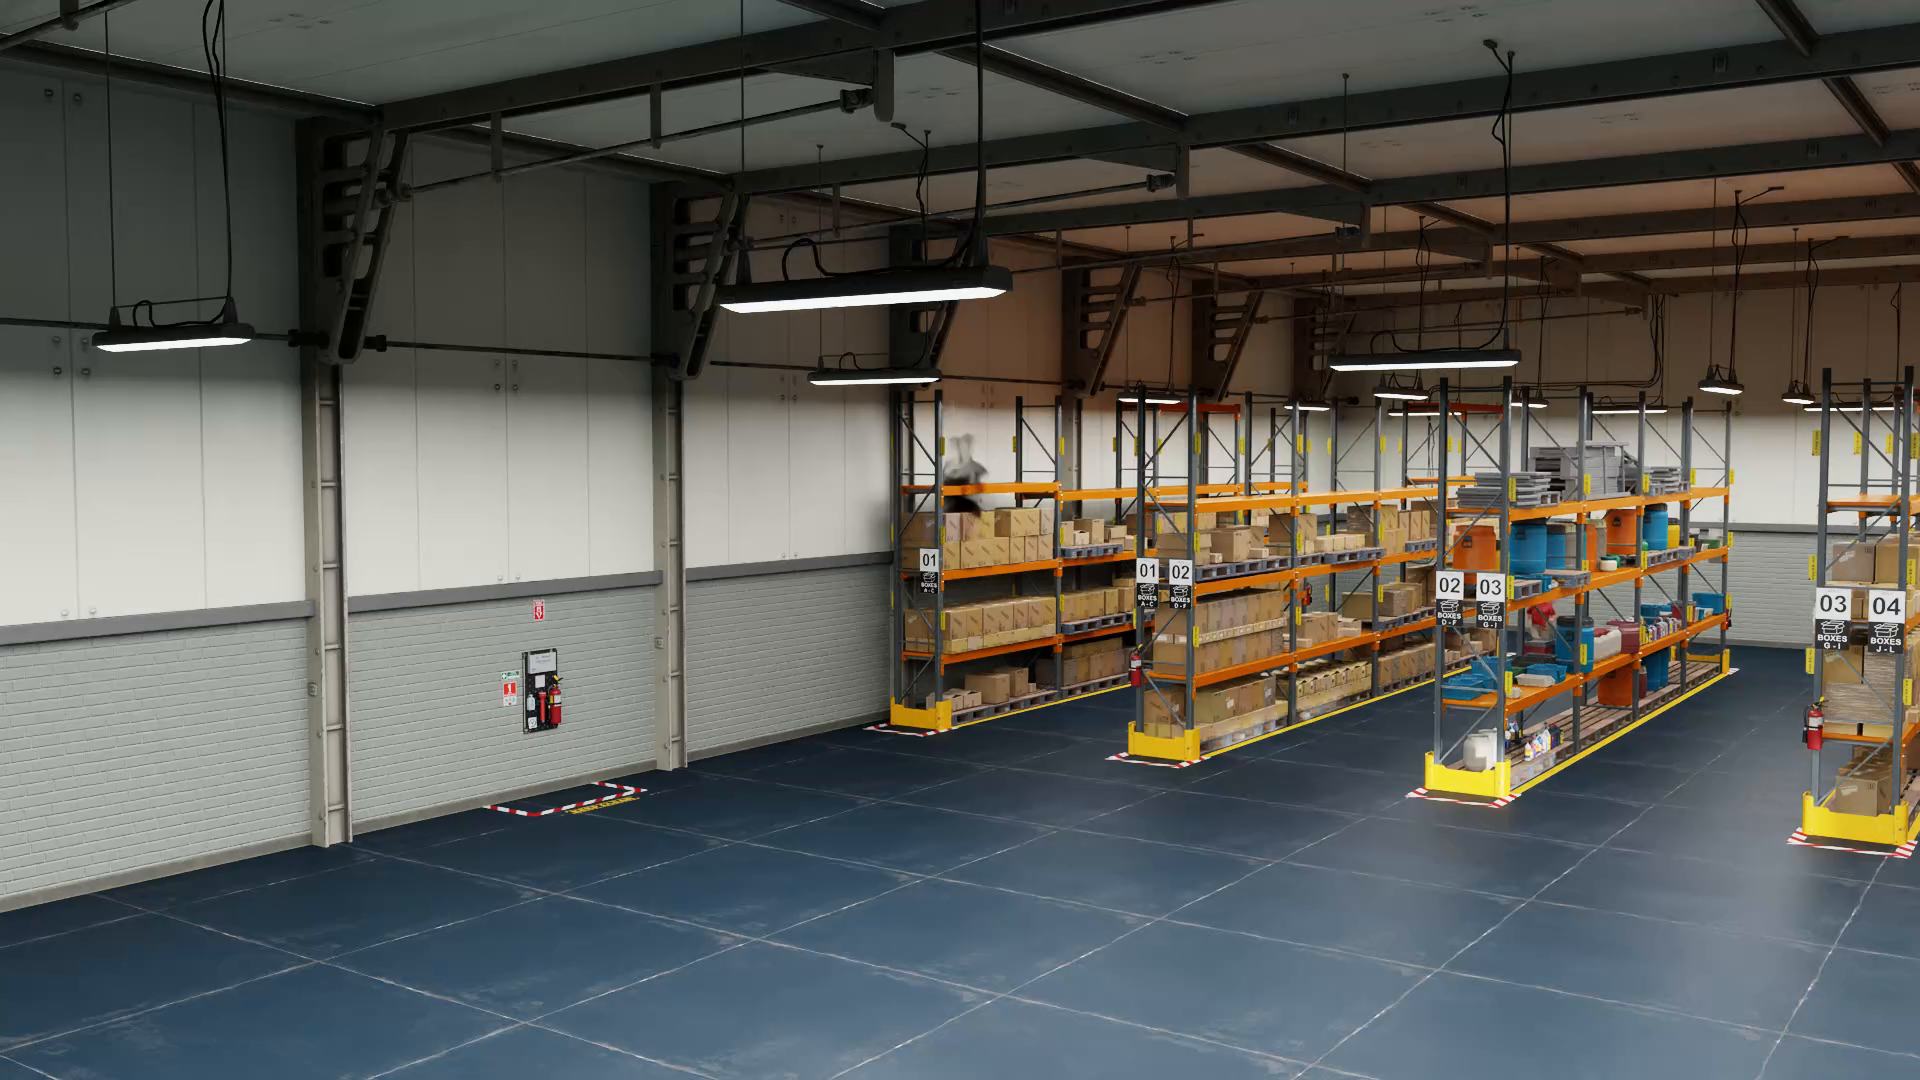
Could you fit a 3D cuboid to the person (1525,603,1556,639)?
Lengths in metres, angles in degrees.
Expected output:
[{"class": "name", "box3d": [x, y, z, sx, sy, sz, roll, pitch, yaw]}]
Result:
[{"class": "person", "box3d": [13.190, 2.041, 37.816, 0.665, 1.716, 0.737, 2, 4, 28]}]
